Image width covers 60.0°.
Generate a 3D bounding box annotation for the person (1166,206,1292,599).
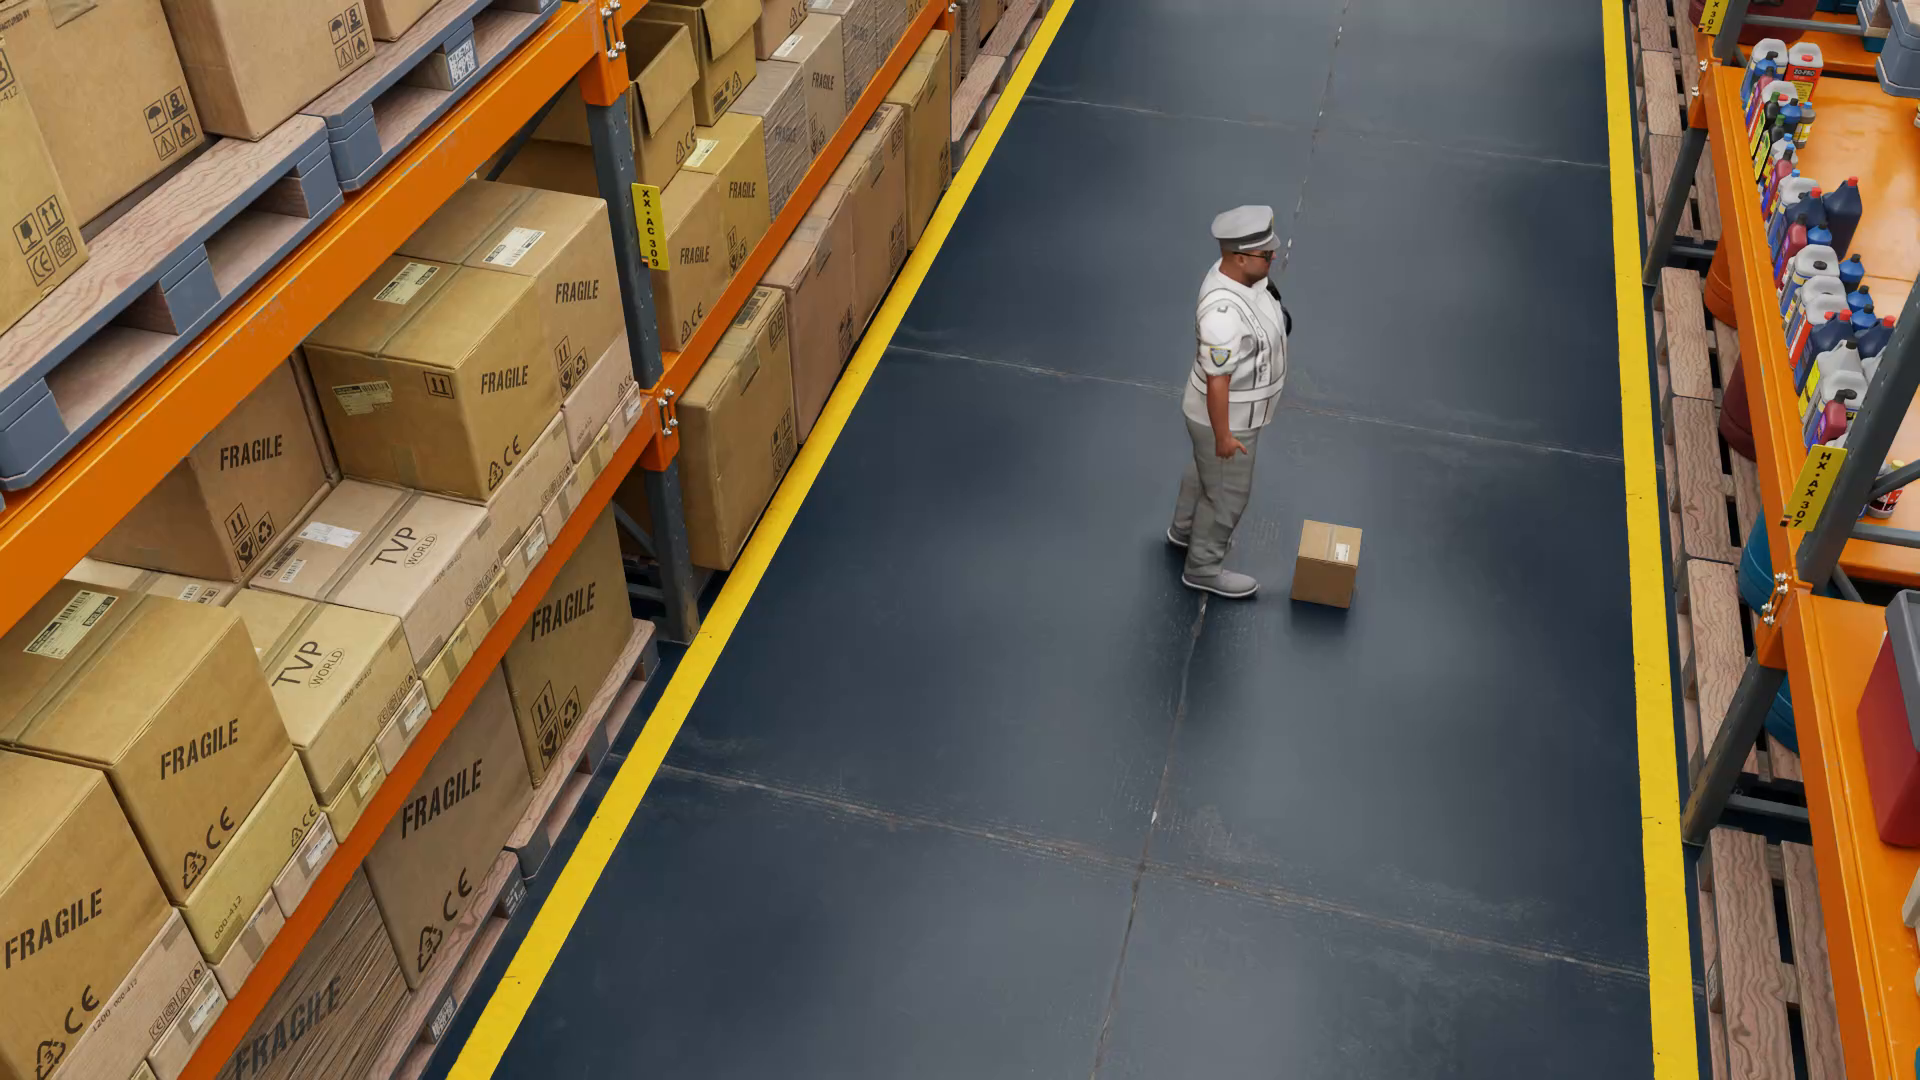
[{"bbox_3d":[1.111,-0.542,6.799,0.447,1.800,0.531,11,42,12],"label":"person"}]
